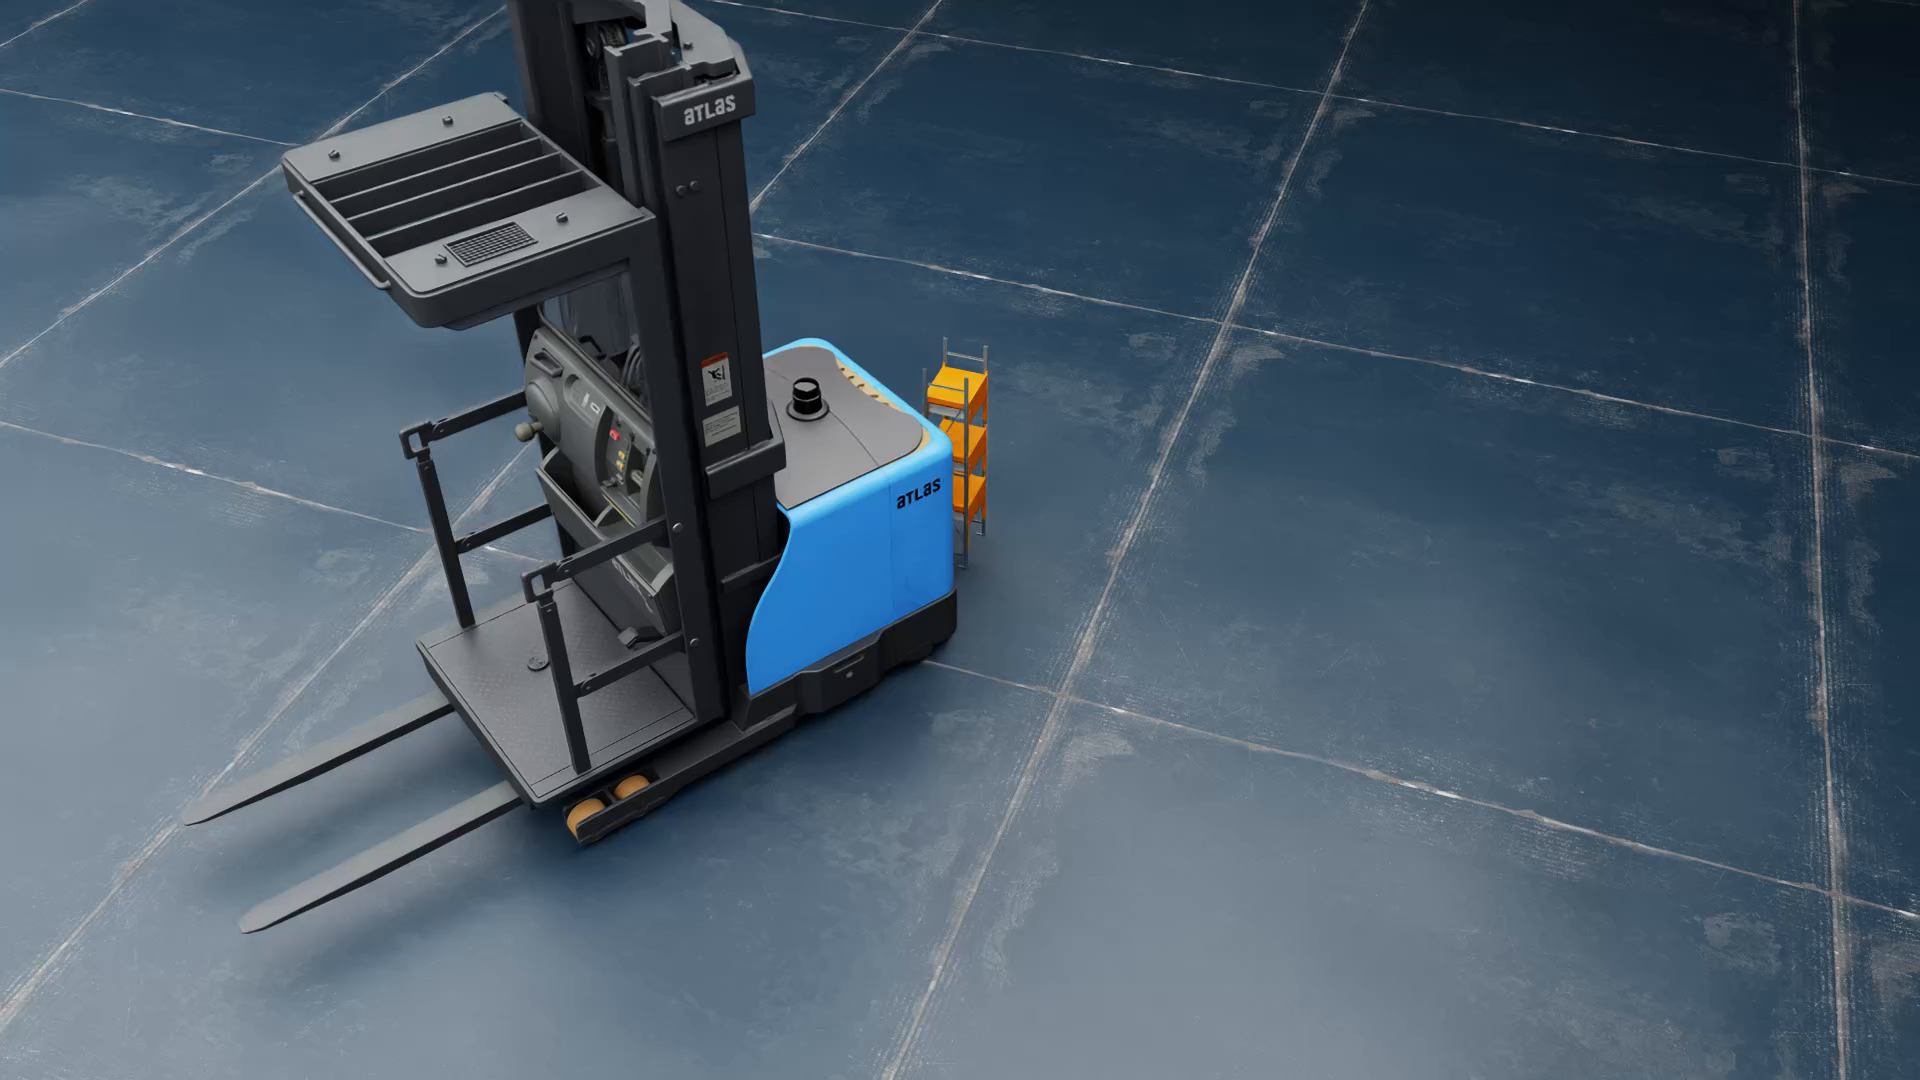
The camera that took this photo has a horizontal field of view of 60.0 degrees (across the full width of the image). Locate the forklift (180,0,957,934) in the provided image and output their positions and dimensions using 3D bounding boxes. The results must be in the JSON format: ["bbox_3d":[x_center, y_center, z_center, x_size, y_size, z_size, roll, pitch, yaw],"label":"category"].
[{"bbox_3d":[-1.489,-0.352,5.858,3.031,2.935,1.130,-27,47,-28],"label":"forklift"}]

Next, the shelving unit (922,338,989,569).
[{"bbox_3d":[-0.018,-0.367,7.325,0.215,1.050,0.252,13,42,15],"label":"shelving unit"}]

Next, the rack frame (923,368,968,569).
[{"bbox_3d":[-0.060,-0.292,7.237,0.200,1.050,0.008,13,42,15],"label":"rack frame"}]

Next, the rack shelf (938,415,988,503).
[{"bbox_3d":[-0.018,-0.359,7.331,0.215,0.259,0.240,13,42,15],"label":"rack shelf"}]

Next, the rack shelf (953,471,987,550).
[{"bbox_3d":[-0.018,-0.147,7.512,0.215,0.259,0.240,13,42,15],"label":"rack shelf"}]

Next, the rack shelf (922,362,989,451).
[{"bbox_3d":[-0.018,-0.575,7.147,0.215,0.259,0.240,13,42,15],"label":"rack shelf"}]

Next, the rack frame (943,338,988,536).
[{"bbox_3d":[0.023,-0.441,7.412,0.200,1.050,0.008,13,42,15],"label":"rack frame"}]
